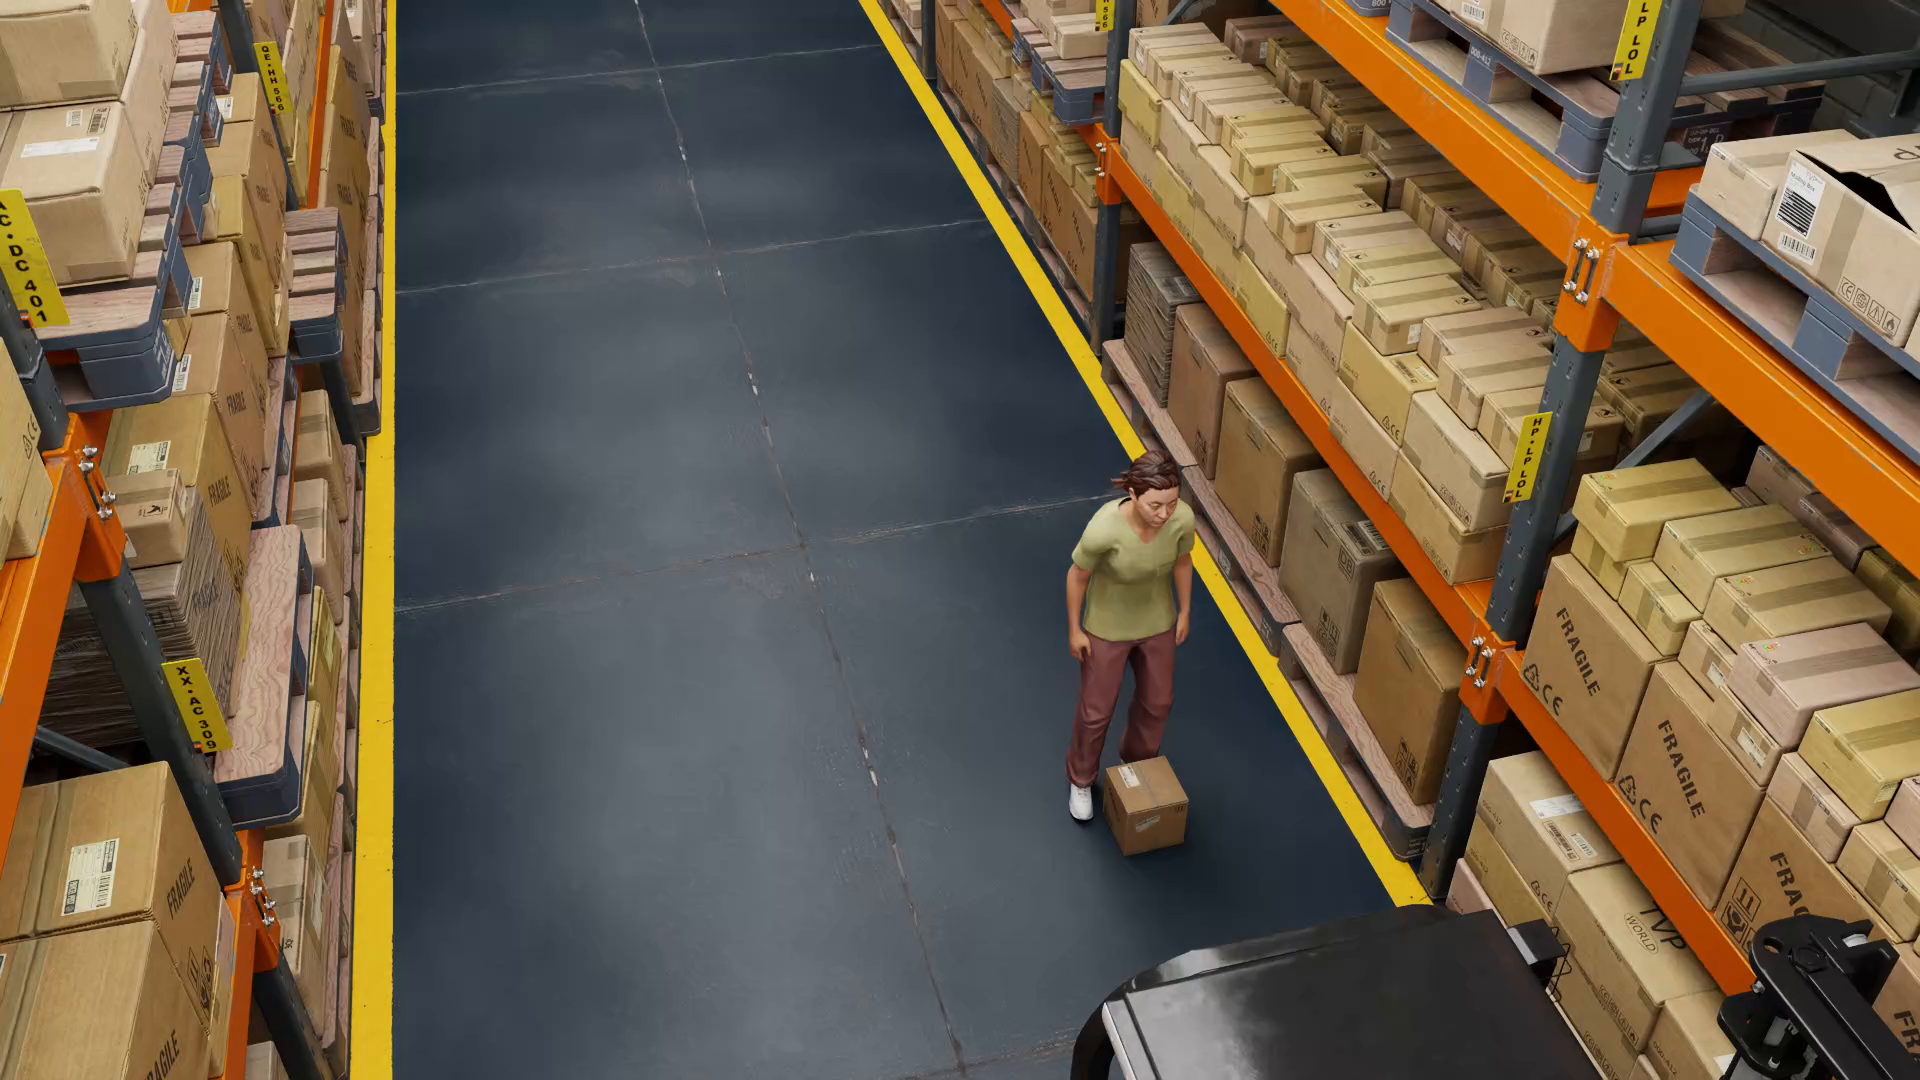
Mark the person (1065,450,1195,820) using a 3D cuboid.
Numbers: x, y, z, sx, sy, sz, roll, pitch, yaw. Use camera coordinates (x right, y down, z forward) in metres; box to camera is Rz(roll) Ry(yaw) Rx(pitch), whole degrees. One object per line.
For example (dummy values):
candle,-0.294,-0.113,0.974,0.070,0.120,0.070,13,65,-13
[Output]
person,0.649,0.432,6.359,0.496,1.436,0.358,-10,39,-12
